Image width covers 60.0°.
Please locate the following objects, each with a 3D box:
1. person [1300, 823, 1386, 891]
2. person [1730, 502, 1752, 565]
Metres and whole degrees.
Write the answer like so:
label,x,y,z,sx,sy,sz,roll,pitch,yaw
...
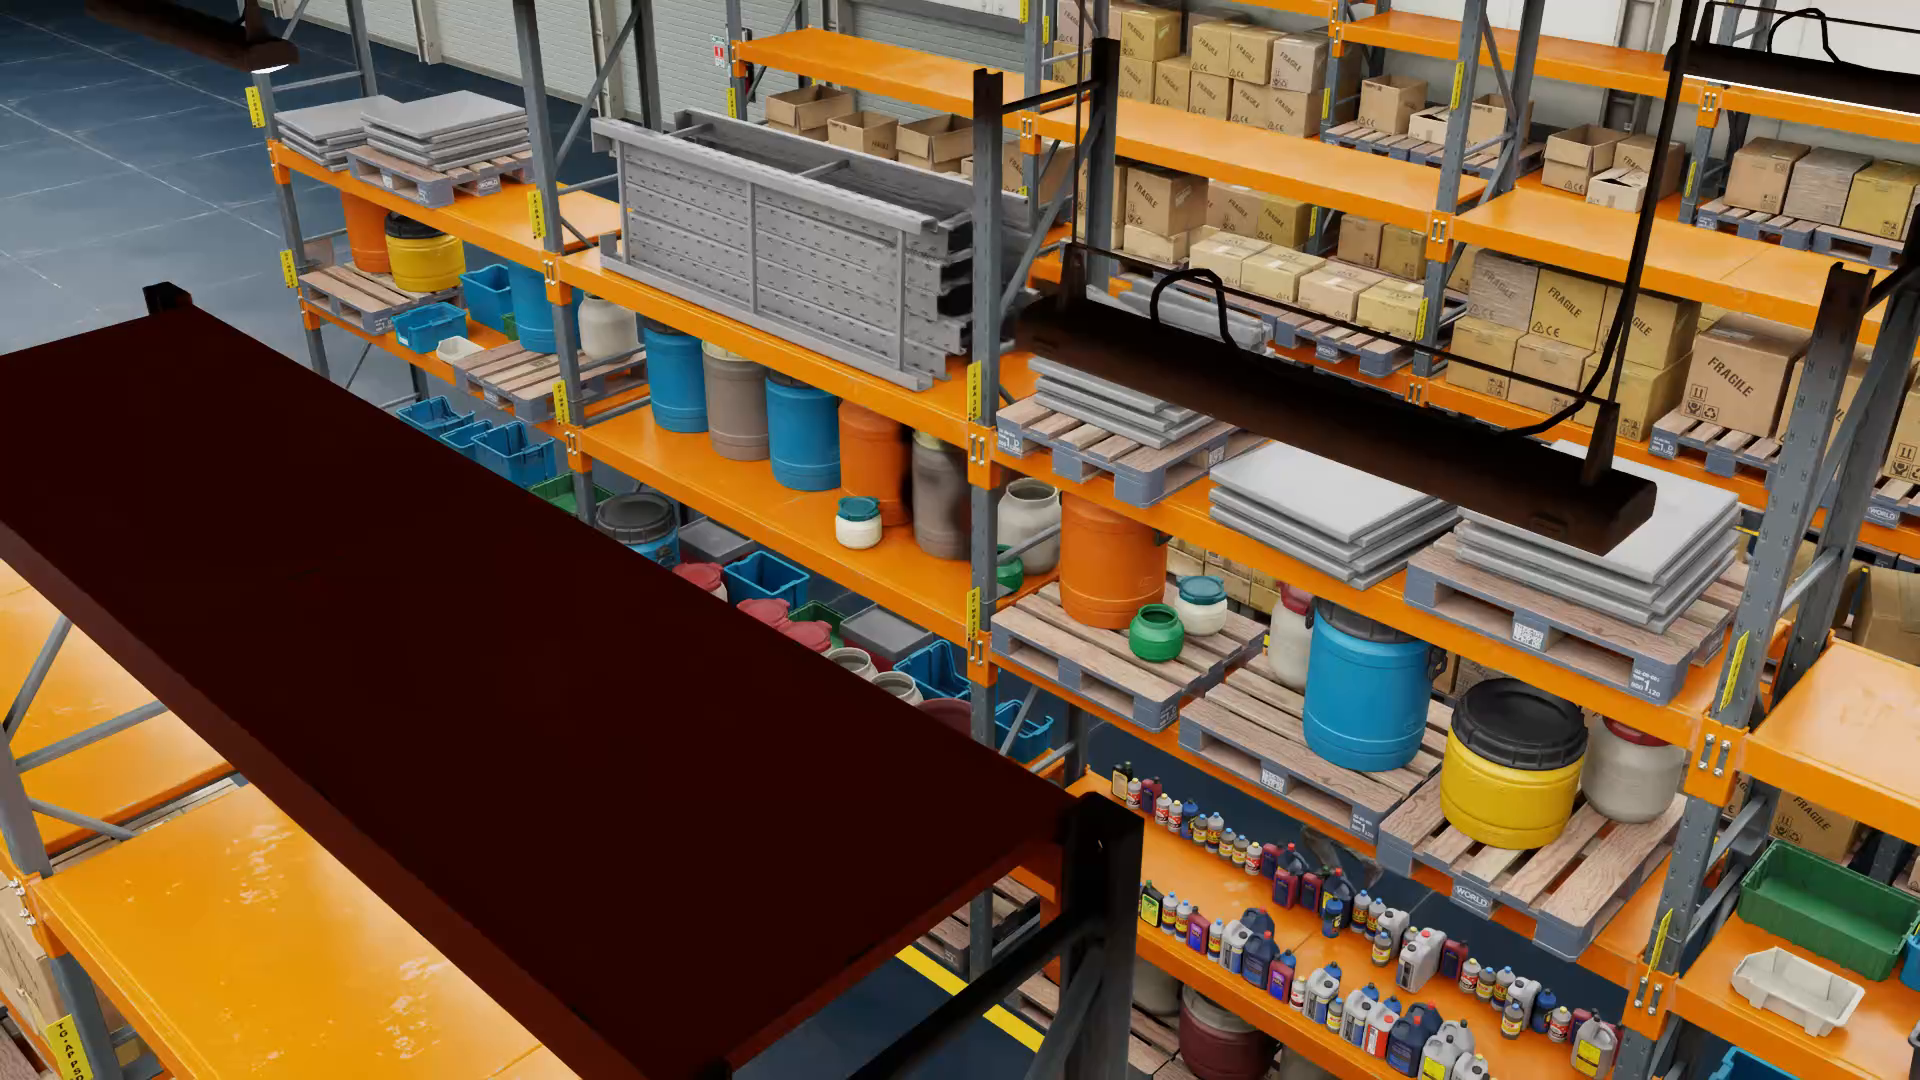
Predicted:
label,x,y,z,sx,sy,sz,roll,pitch,yaw
person,2.530,1.679,10.961,0.703,1.688,0.681,15,33,25
person,6.913,-0.203,15.007,0.933,1.634,0.642,16,33,27
